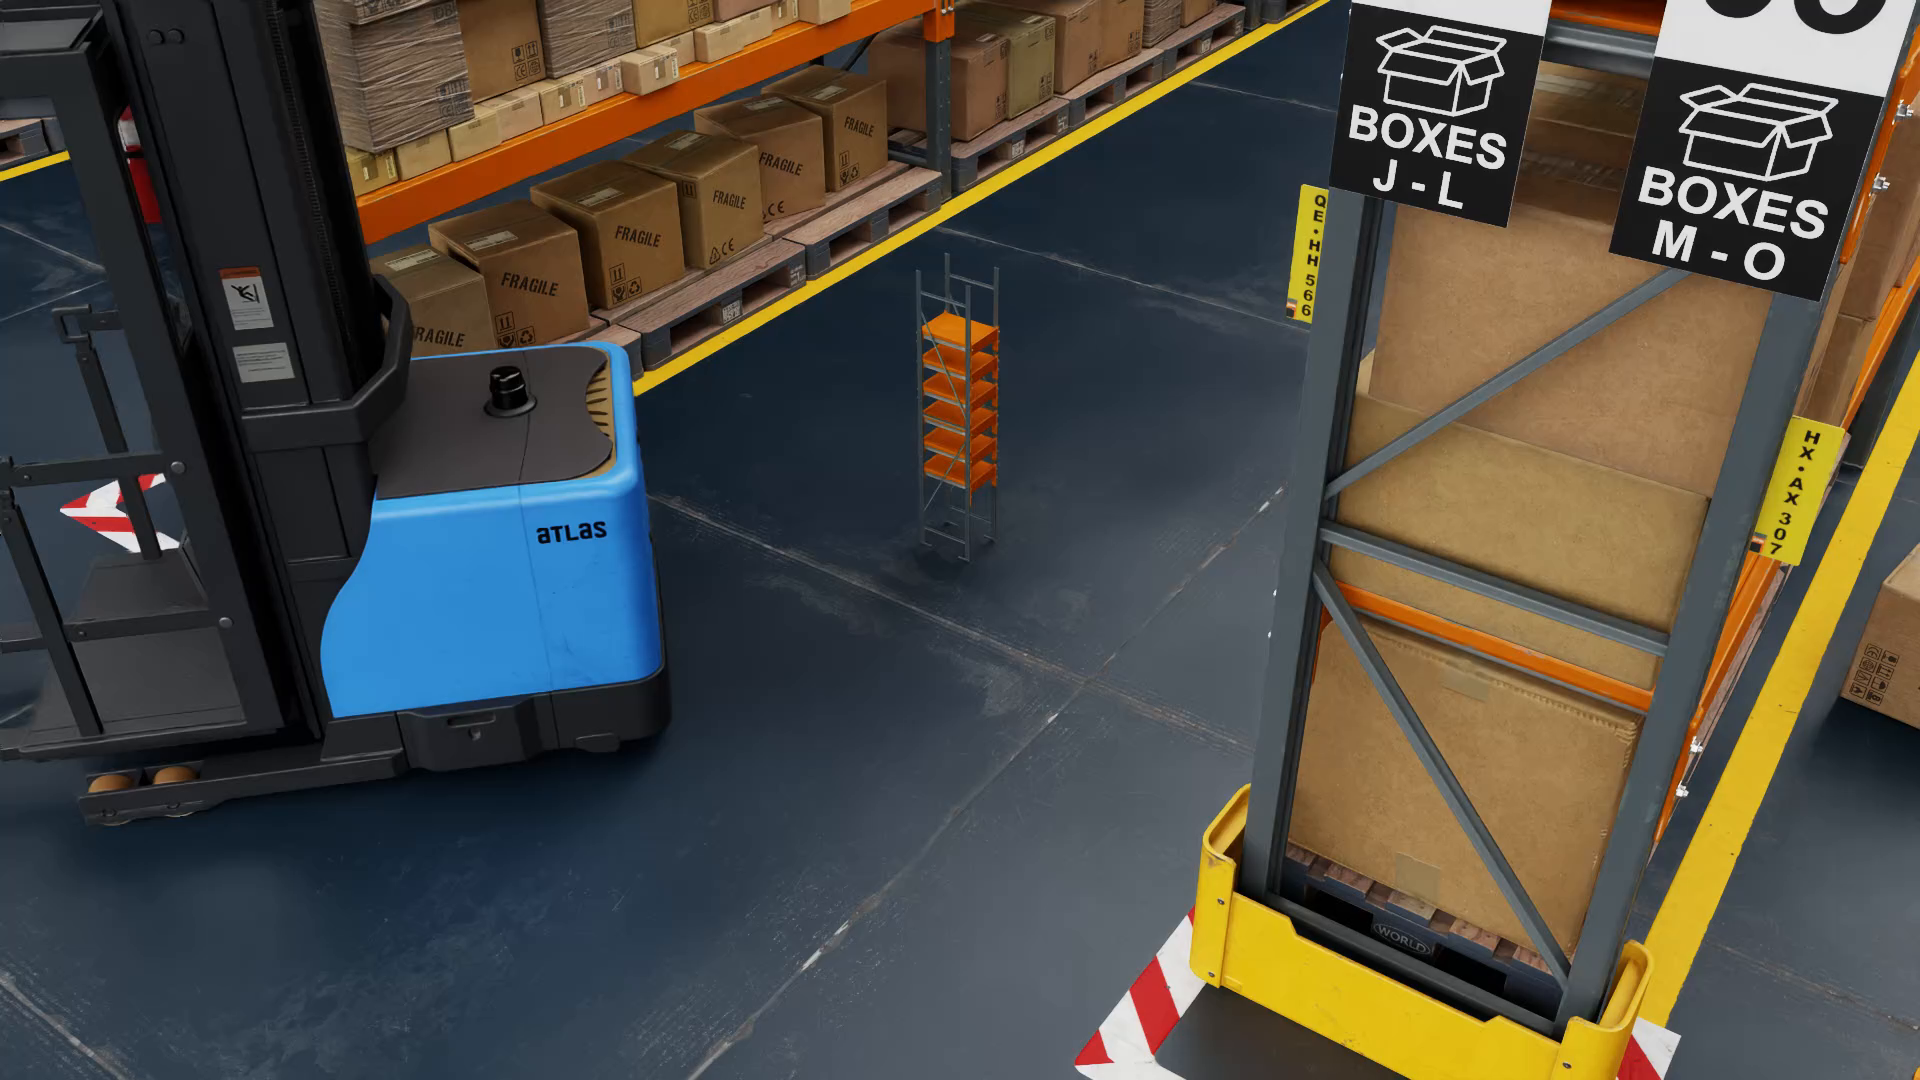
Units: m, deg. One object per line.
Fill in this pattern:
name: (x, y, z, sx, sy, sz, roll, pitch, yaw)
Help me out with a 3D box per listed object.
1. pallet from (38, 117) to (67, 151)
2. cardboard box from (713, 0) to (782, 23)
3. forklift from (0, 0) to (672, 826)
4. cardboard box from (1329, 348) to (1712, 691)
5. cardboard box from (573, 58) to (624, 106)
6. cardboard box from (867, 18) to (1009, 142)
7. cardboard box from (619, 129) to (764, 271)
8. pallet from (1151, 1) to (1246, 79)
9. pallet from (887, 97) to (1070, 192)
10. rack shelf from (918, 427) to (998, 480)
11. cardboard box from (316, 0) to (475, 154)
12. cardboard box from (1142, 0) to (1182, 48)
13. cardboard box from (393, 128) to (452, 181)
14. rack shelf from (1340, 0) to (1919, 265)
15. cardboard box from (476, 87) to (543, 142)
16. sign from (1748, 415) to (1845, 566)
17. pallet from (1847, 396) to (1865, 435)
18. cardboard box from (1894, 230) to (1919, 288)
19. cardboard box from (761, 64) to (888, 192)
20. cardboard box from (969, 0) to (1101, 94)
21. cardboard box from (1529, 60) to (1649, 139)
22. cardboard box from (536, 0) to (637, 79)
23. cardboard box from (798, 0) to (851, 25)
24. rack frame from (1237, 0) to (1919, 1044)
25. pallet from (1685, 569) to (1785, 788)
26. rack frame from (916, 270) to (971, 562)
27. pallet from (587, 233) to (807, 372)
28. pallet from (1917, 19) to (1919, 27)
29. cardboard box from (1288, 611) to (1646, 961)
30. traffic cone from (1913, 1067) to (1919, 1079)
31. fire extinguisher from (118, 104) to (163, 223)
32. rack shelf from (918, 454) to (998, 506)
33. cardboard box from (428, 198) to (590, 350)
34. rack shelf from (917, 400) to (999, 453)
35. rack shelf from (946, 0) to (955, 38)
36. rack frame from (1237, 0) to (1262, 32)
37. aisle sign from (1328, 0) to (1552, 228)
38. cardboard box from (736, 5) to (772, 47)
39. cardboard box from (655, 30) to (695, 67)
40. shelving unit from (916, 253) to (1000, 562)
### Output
pallet: (-5.676, -2.925, 10.886, 1.003, 0.211, 1.213, 21, 39, 28)
cardboard box: (-1.318, -2.853, 7.937, 0.875, 0.500, 0.500, 21, 39, 28)
forklift: (-2.560, -0.613, 5.040, 3.031, 2.935, 1.130, -7, 35, -10)
cardboard box: (1.416, -0.133, 4.135, 0.875, 0.550, 0.550, 21, 39, 28)
cardboard box: (-1.710, -2.045, 7.320, 0.380, 0.149, 0.250, 21, 39, 28)
cardboard box: (-0.127, -2.780, 10.022, 0.700, 0.500, 0.500, 18, 38, 25)
cardboard box: (-1.365, -1.748, 8.513, 0.500, 0.500, 0.500, 18, 38, 24)
pallet: (1.339, -3.684, 12.009, 1.003, 0.211, 1.213, 21, 39, 28)
pallet: (-0.052, -2.561, 10.349, 1.003, 0.211, 1.213, 21, 39, 28)
rack shelf: (-0.008, -0.354, 6.496, 0.258, 0.103, 0.180, 21, 39, 28)
cardboard box: (-2.439, -1.926, 6.565, 0.875, 0.500, 0.500, 21, 39, 28)
cardboard box: (1.115, -3.771, 11.487, 0.700, 0.500, 0.500, 18, 38, 24)
cardboard box: (-2.259, -1.576, 6.628, 0.380, 0.149, 0.250, 21, 39, 28)
rack shelf: (2.382, -1.751, 4.626, 1.077, 0.370, 4.000, 21, 39, 28)
cardboard box: (-1.978, -1.808, 6.971, 0.380, 0.149, 0.250, 21, 39, 28)
sign: (1.694, -0.097, 3.372, 0.100, 0.325, 0.005, 21, 39, 28)
pallet: (3.901, -0.951, 7.967, 1.003, 0.211, 1.213, 21, 39, 28)
cardboard box: (3.027, -1.355, 5.942, 0.875, 0.550, 0.550, 21, 39, 28)
cardboard box: (-0.756, -2.325, 9.366, 0.500, 0.500, 0.500, 20, 39, 27)
cardboard box: (0.479, -3.251, 10.718, 0.700, 0.500, 0.500, 18, 38, 24)
cardboard box: (1.723, -0.836, 4.211, 0.875, 0.550, 0.550, 21, 39, 28)
cardboard box: (-1.932, -2.410, 7.282, 0.875, 0.500, 0.500, 21, 39, 28)
cardboard box: (-0.769, -2.702, 8.292, 0.380, 0.149, 0.250, 21, 39, 28)
rack frame: (1.242, 0.114, 3.903, 1.000, 3.000, 0.127, 21, 39, 28)
pallet: (2.330, 0.317, 6.092, 1.003, 0.211, 1.213, 21, 39, 28)
rack frame: (-0.060, -0.448, 6.342, 0.240, 1.200, 0.006, 21, 39, 28)
pallet: (-1.543, -1.318, 8.511, 1.003, 0.211, 1.213, 21, 39, 28)
pallet: (1.656, -1.436, 3.598, 1.003, 0.211, 1.213, 21, 39, 28)
cardboard box: (1.574, 0.487, 4.874, 0.875, 0.875, 0.875, 21, 40, 28)
traffic cone: (2.711, 1.374, 4.305, 0.336, 0.463, 0.334, 21, 39, 28)
fire extinguisher: (-3.219, -1.579, 6.476, 0.296, 0.674, 0.183, 21, 39, 28)
rack shelf: (-0.008, -0.255, 6.563, 0.258, 0.103, 0.180, 21, 39, 28)
cardboard box: (-2.093, -1.223, 7.737, 0.500, 0.500, 0.500, -25, 41, -32)
rack shelf: (-0.008, -0.454, 6.429, 0.258, 0.103, 0.180, 21, 39, 28)
rack shelf: (0.646, -3.980, 10.599, 1.077, 0.370, 4.000, 21, 39, 28)
rack frame: (1.786, -5.198, 11.759, 1.000, 3.000, 0.127, 21, 39, 28)
aisle sign: (0.955, -1.026, 3.269, 0.394, 0.787, 0.004, 21, 39, 28)
cardboard box: (-1.129, -2.501, 7.995, 0.380, 0.149, 0.250, 21, 39, 28)
cardboard box: (-1.448, -2.284, 7.674, 0.380, 0.149, 0.250, 21, 39, 28)
shelving unit: (-0.008, -0.490, 6.404, 0.258, 1.200, 0.189, 21, 39, 28)
